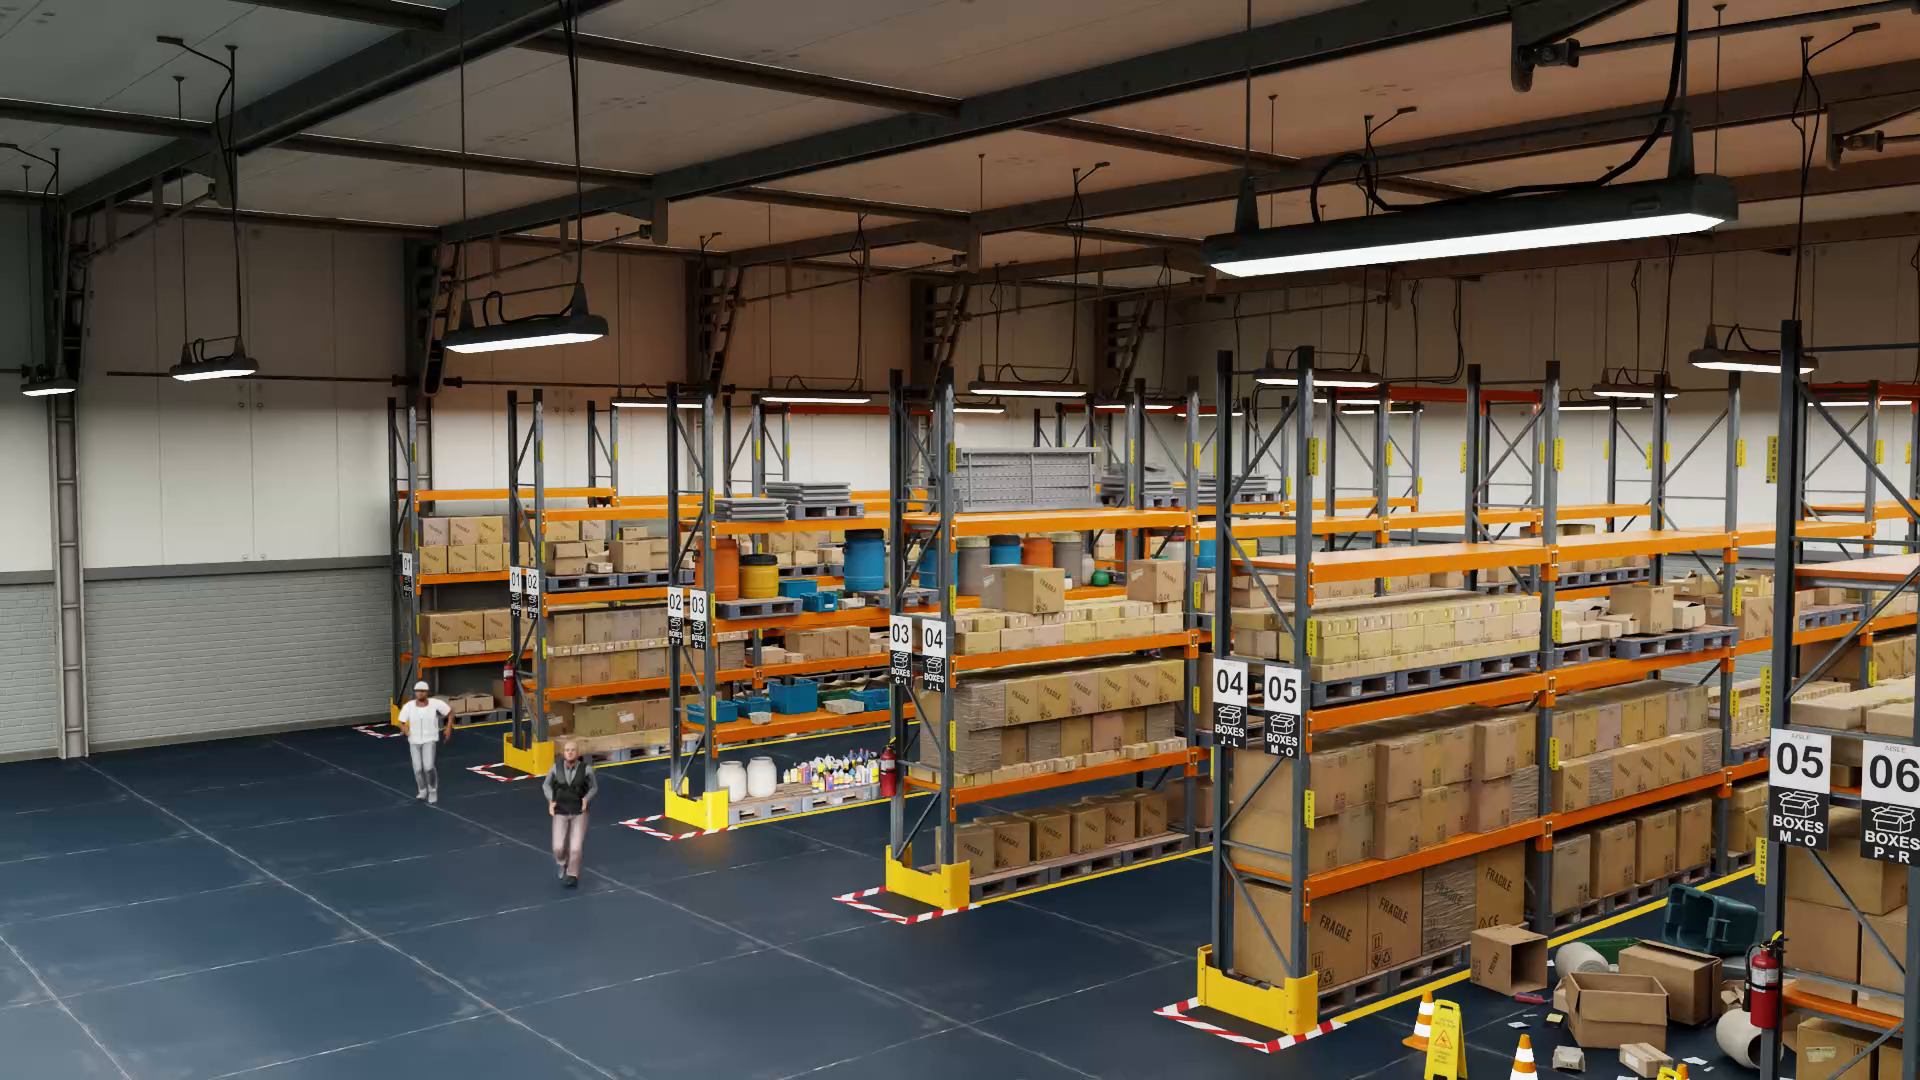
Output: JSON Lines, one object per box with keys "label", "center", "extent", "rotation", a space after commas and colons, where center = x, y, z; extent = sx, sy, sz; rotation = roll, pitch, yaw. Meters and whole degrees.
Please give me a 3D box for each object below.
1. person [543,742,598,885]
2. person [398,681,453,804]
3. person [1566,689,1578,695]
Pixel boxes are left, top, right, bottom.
{"label": "person", "center": [-4.560, 3.189, 19.317], "extent": [0.574, 1.677, 0.567], "rotation": [-1, 3, -10]}
{"label": "person", "center": [-7.661, 2.911, 23.785], "extent": [0.731, 1.792, 0.697], "rotation": [0, 3, -7]}
{"label": "person", "center": [8.940, 2.967, 24.324], "extent": [0.546, 1.549, 0.743], "rotation": [3, 5, 45]}
